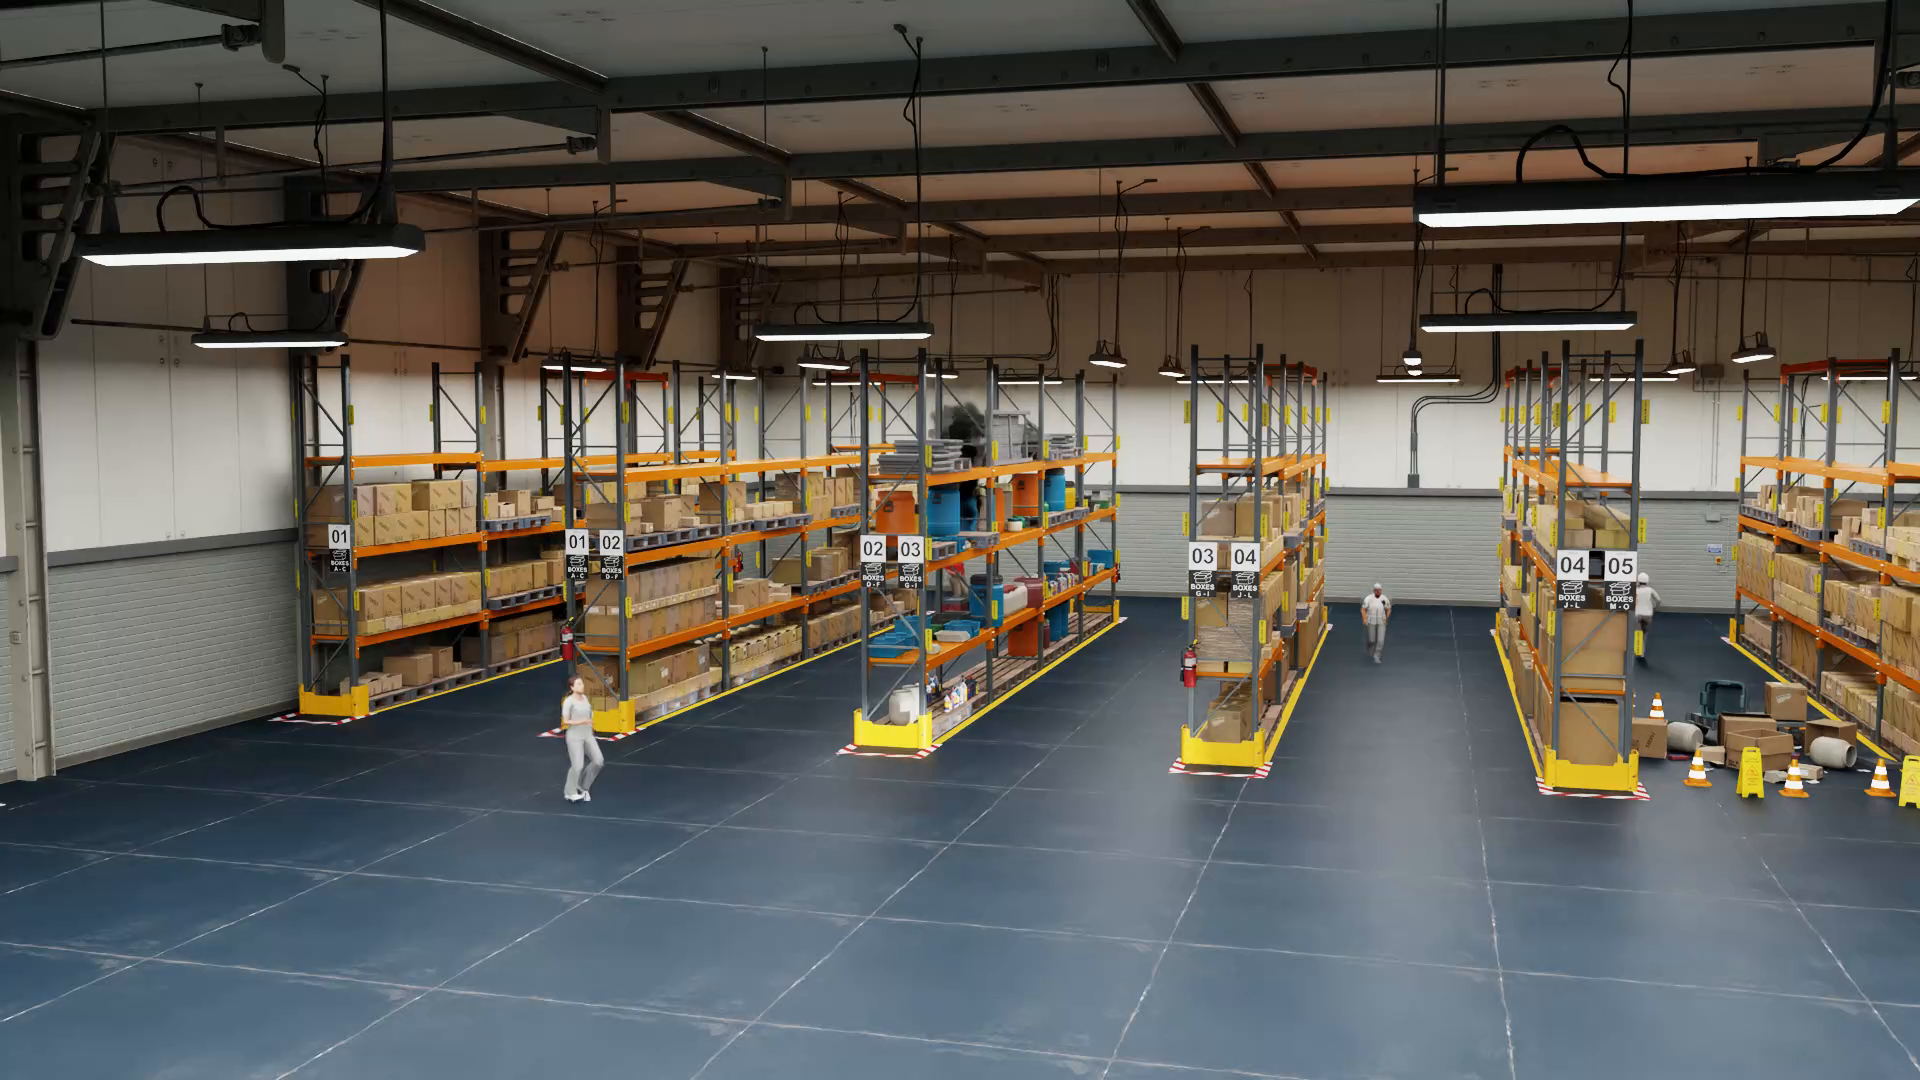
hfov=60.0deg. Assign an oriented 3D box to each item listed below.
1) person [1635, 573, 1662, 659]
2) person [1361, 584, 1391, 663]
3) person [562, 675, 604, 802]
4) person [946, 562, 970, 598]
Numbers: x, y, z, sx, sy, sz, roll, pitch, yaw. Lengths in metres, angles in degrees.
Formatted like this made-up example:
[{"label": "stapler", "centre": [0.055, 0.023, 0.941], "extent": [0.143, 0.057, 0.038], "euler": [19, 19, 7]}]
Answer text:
[{"label": "person", "centre": [13.881, 1.578, 33.867], "extent": [0.643, 1.827, 0.737], "euler": [0, 4, 5]}, {"label": "person", "centre": [8.439, 1.680, 33.708], "extent": [0.594, 1.616, 0.585], "euler": [1, 4, 8]}, {"label": "person", "centre": [-4.865, 2.568, 21.422], "extent": [0.621, 1.660, 0.547], "euler": [3, 5, 36]}, {"label": "person", "centre": [-0.060, 1.040, 41.922], "extent": [0.713, 1.744, 0.637], "euler": [-3, 5, -34]}]
